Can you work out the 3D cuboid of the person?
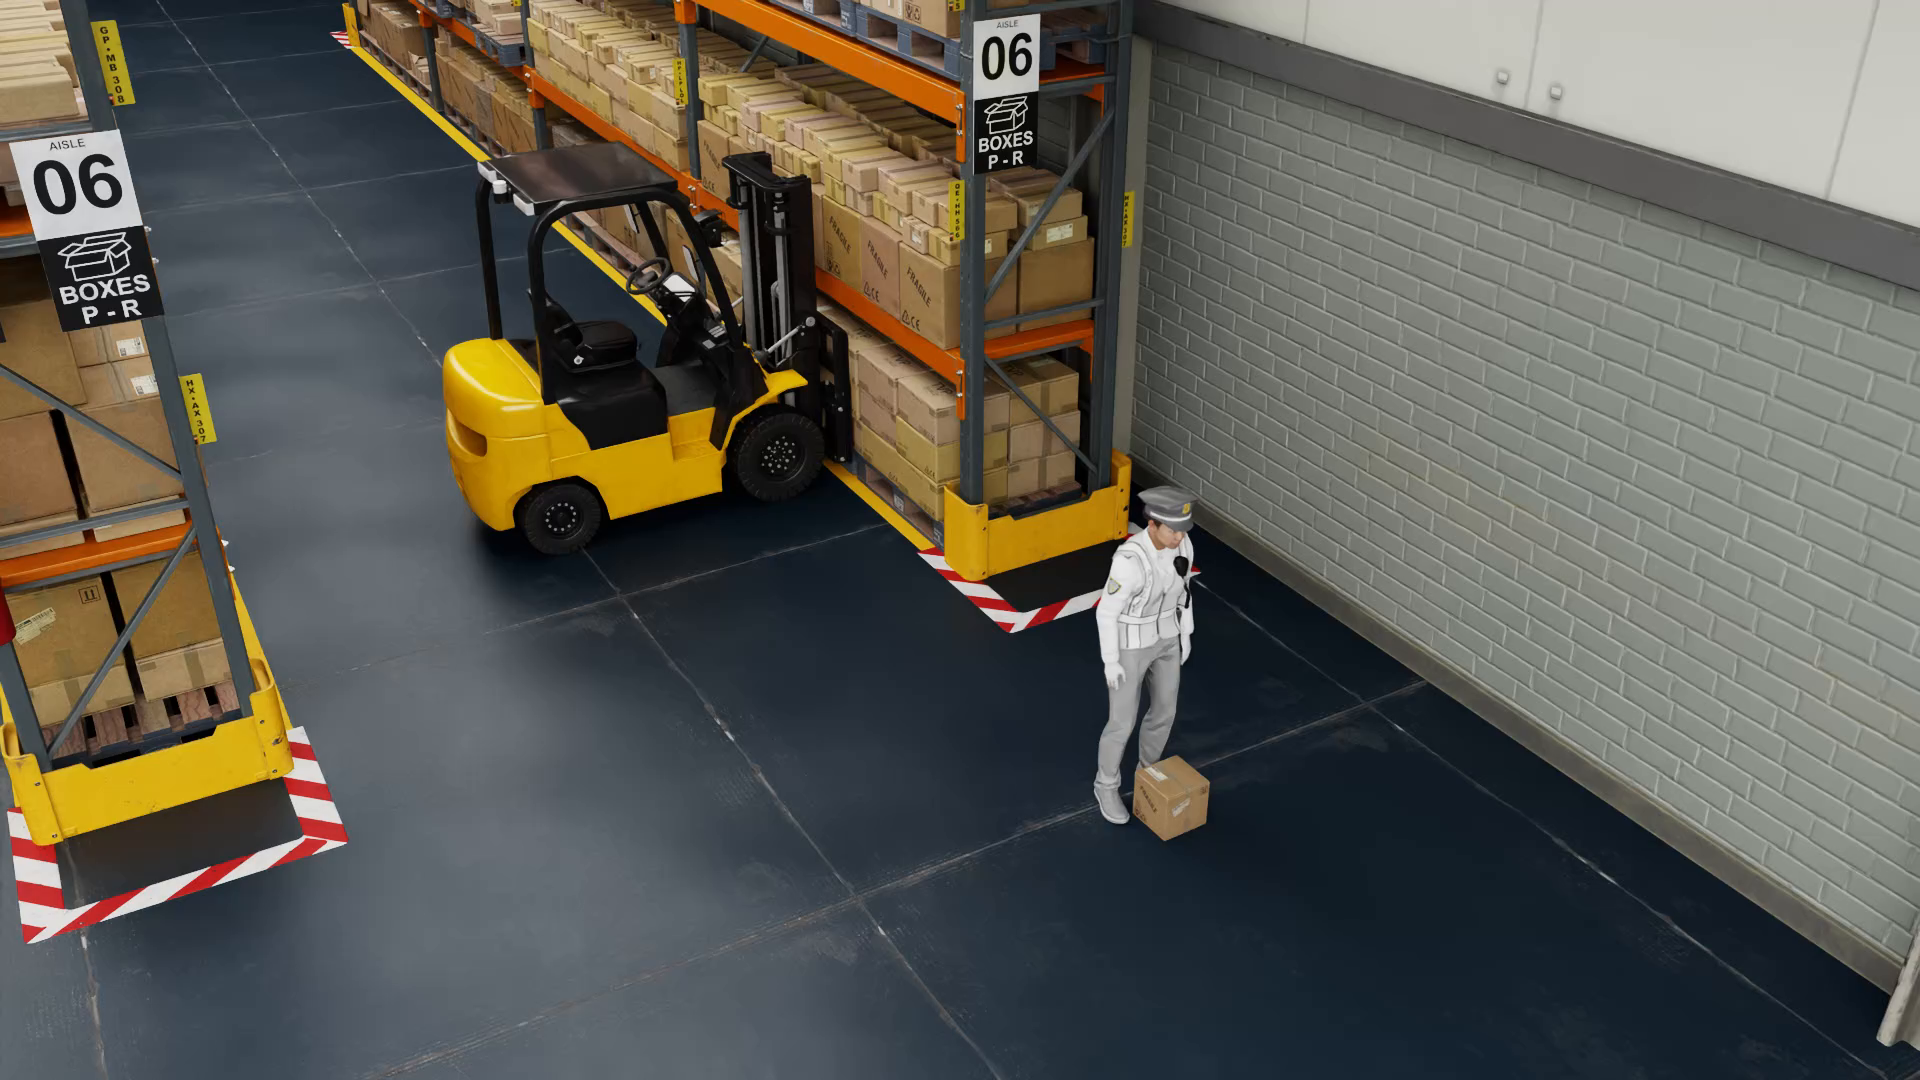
[{"bbox_3d":[0.863,0.496,7.664,0.526,1.662,0.374,-17,34,-28],"label":"person"}]
